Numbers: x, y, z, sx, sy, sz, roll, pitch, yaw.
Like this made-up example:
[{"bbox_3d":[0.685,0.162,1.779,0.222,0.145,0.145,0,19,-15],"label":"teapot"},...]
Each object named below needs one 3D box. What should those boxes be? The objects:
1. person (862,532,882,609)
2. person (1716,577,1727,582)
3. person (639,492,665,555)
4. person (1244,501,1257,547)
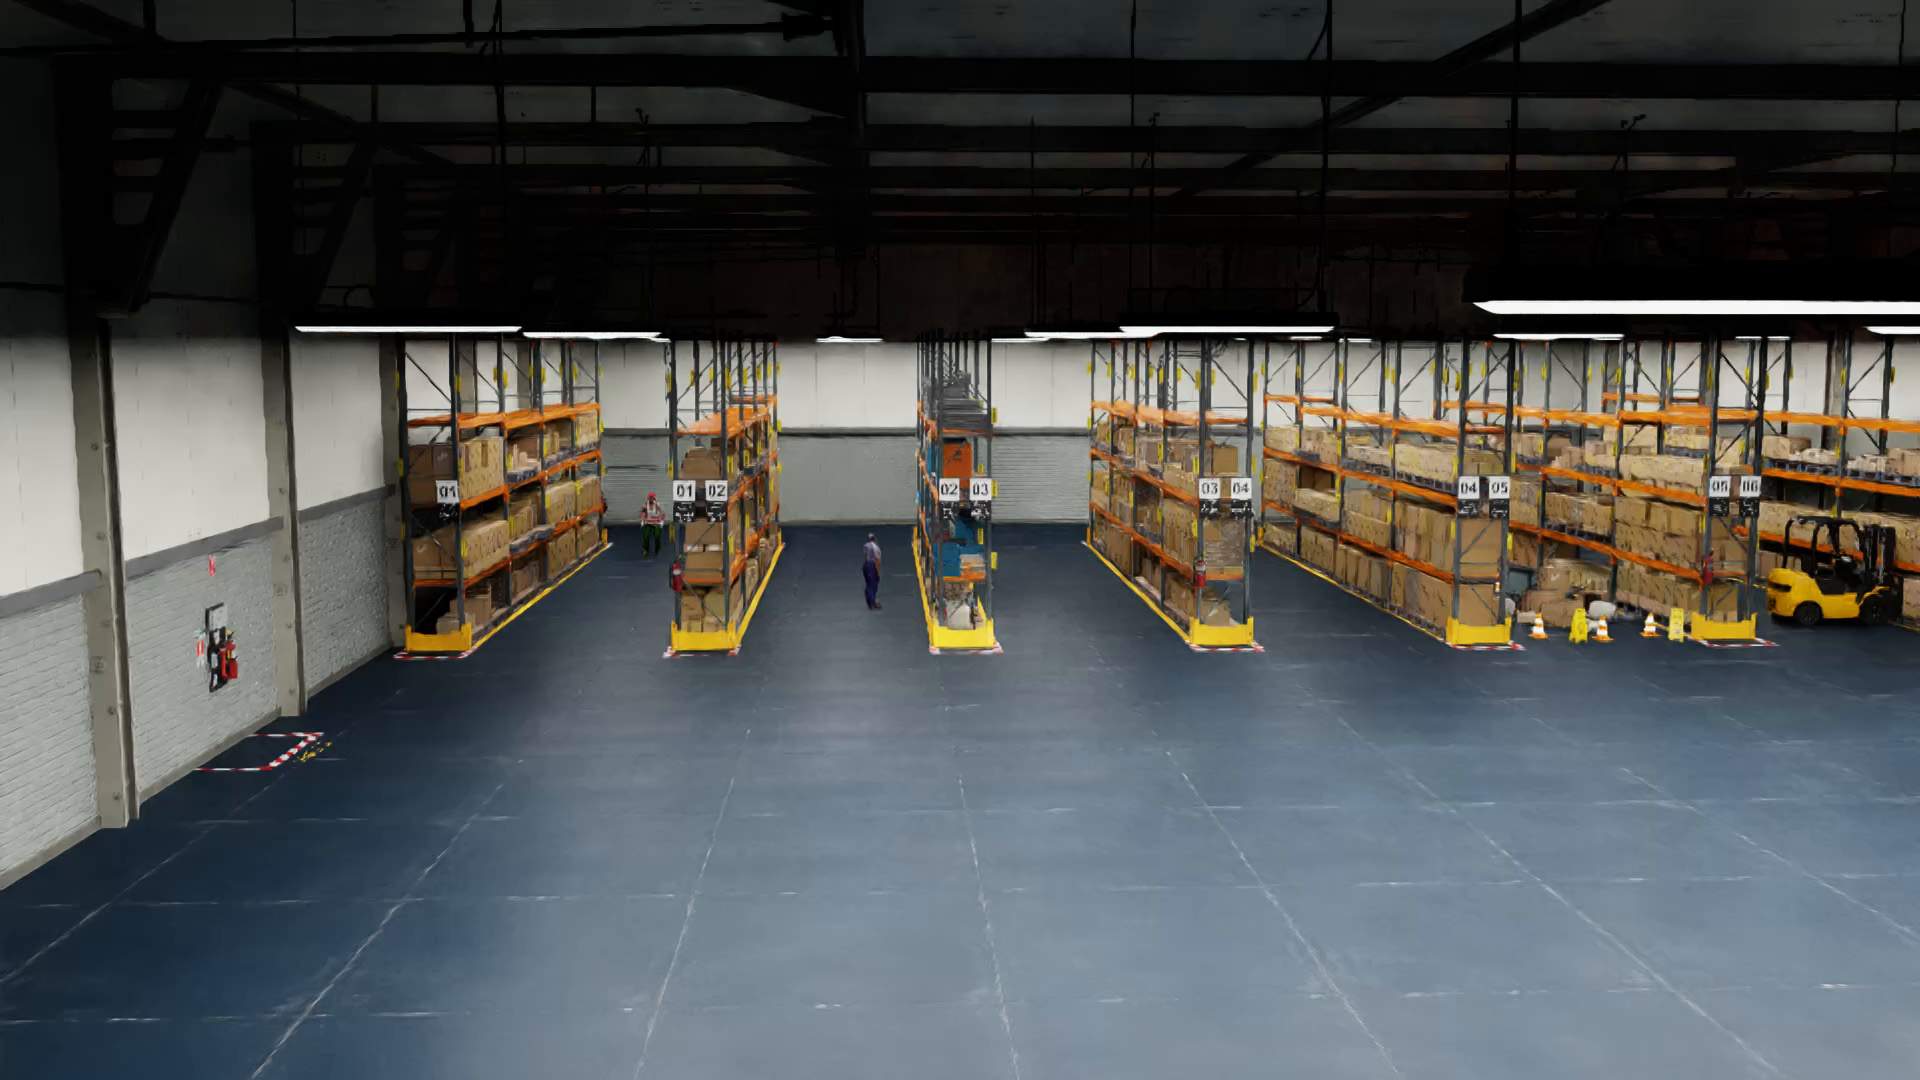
[{"bbox_3d":[-1.879,0.643,36.123,0.429,1.656,0.531,-5,8,-34],"label":"person"},{"bbox_3d":[16.295,0.722,35.656,0.449,1.599,0.467,4,8,29],"label":"person"},{"bbox_3d":[-8.355,-0.449,45.127,0.677,1.742,0.552,-1,7,-5],"label":"person"},{"bbox_3d":[7.648,-0.275,44.081,0.445,1.590,1.091,-1,7,-5],"label":"person"}]
